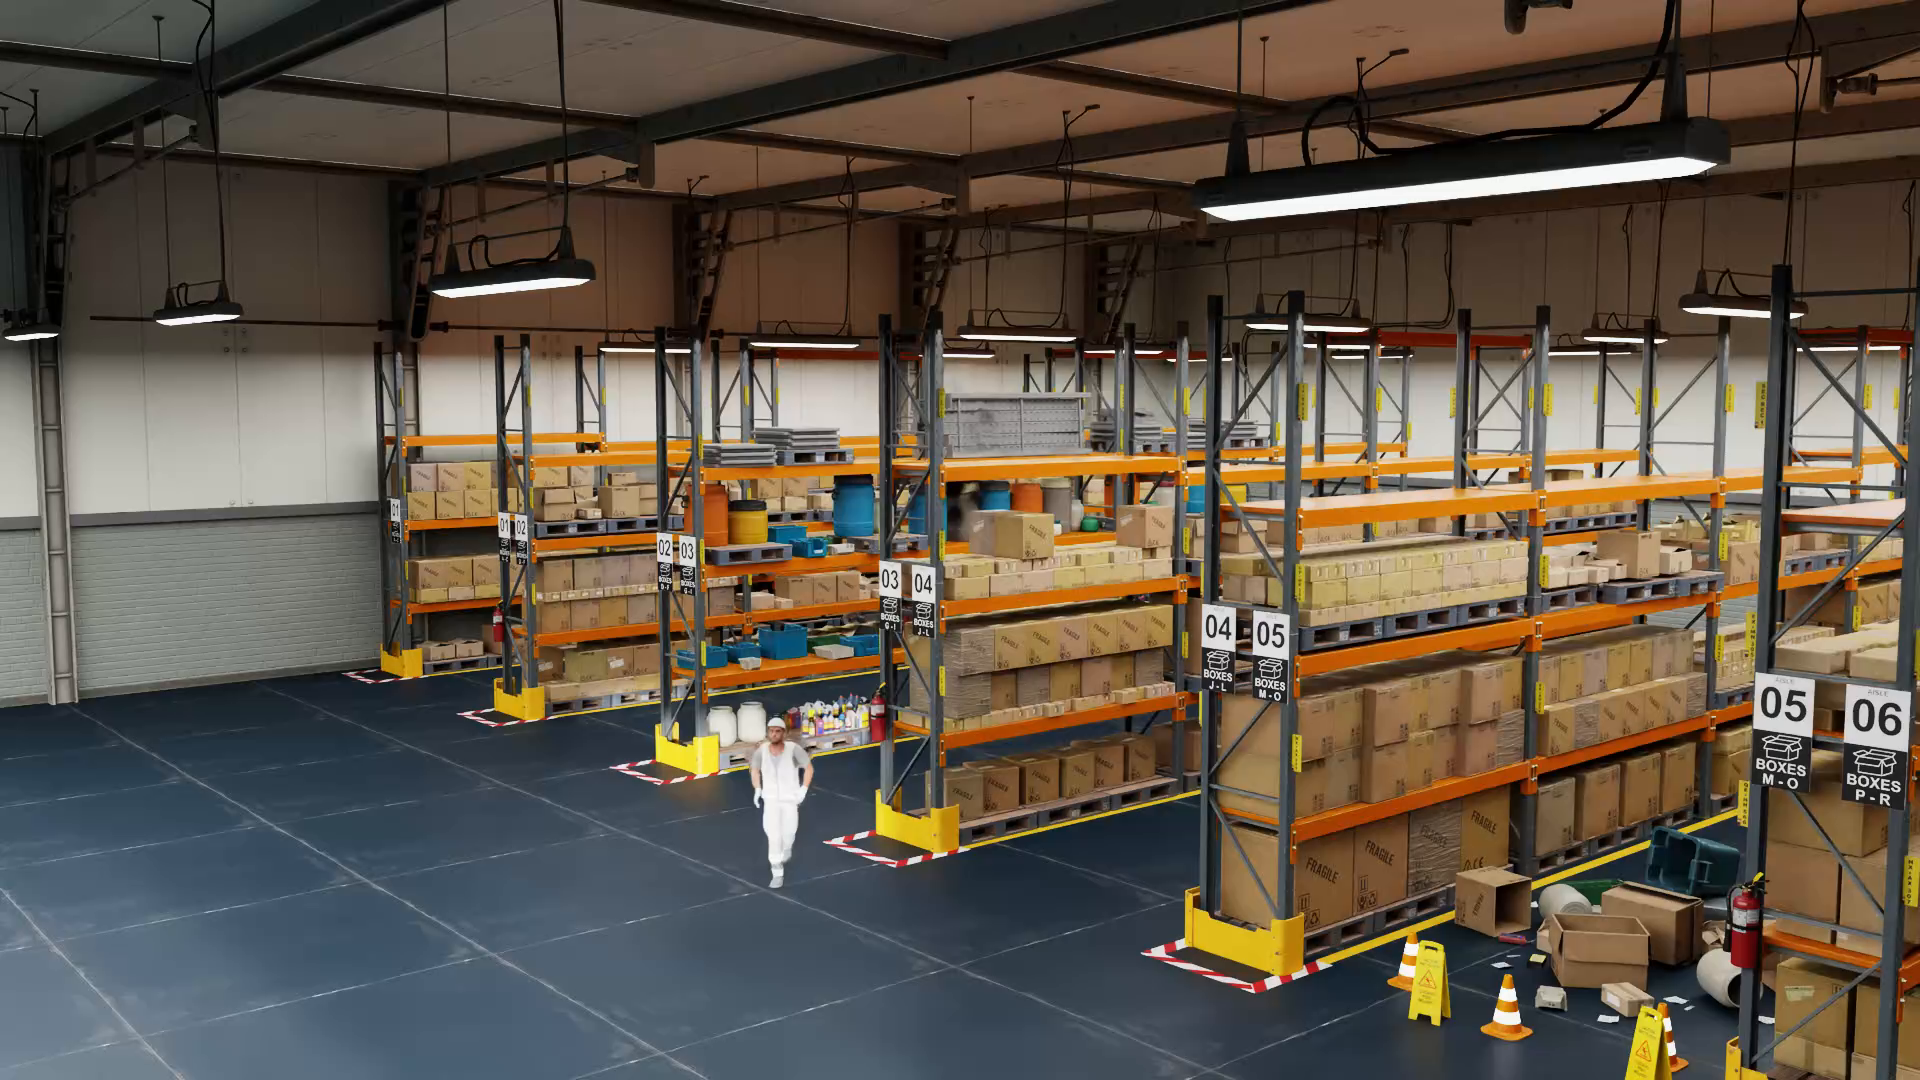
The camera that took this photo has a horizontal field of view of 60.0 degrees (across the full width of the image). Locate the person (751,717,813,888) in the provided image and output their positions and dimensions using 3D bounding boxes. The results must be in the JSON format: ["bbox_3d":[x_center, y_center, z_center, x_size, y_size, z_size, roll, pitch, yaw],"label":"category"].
[{"bbox_3d":[-1.876,2.707,17.441,0.639,1.758,0.692,0,5,3],"label":"person"}]

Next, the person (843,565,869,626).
[{"bbox_3d":[-2.183,1.197,34.057,0.812,1.694,0.610,-4,7,-40],"label":"person"}]
